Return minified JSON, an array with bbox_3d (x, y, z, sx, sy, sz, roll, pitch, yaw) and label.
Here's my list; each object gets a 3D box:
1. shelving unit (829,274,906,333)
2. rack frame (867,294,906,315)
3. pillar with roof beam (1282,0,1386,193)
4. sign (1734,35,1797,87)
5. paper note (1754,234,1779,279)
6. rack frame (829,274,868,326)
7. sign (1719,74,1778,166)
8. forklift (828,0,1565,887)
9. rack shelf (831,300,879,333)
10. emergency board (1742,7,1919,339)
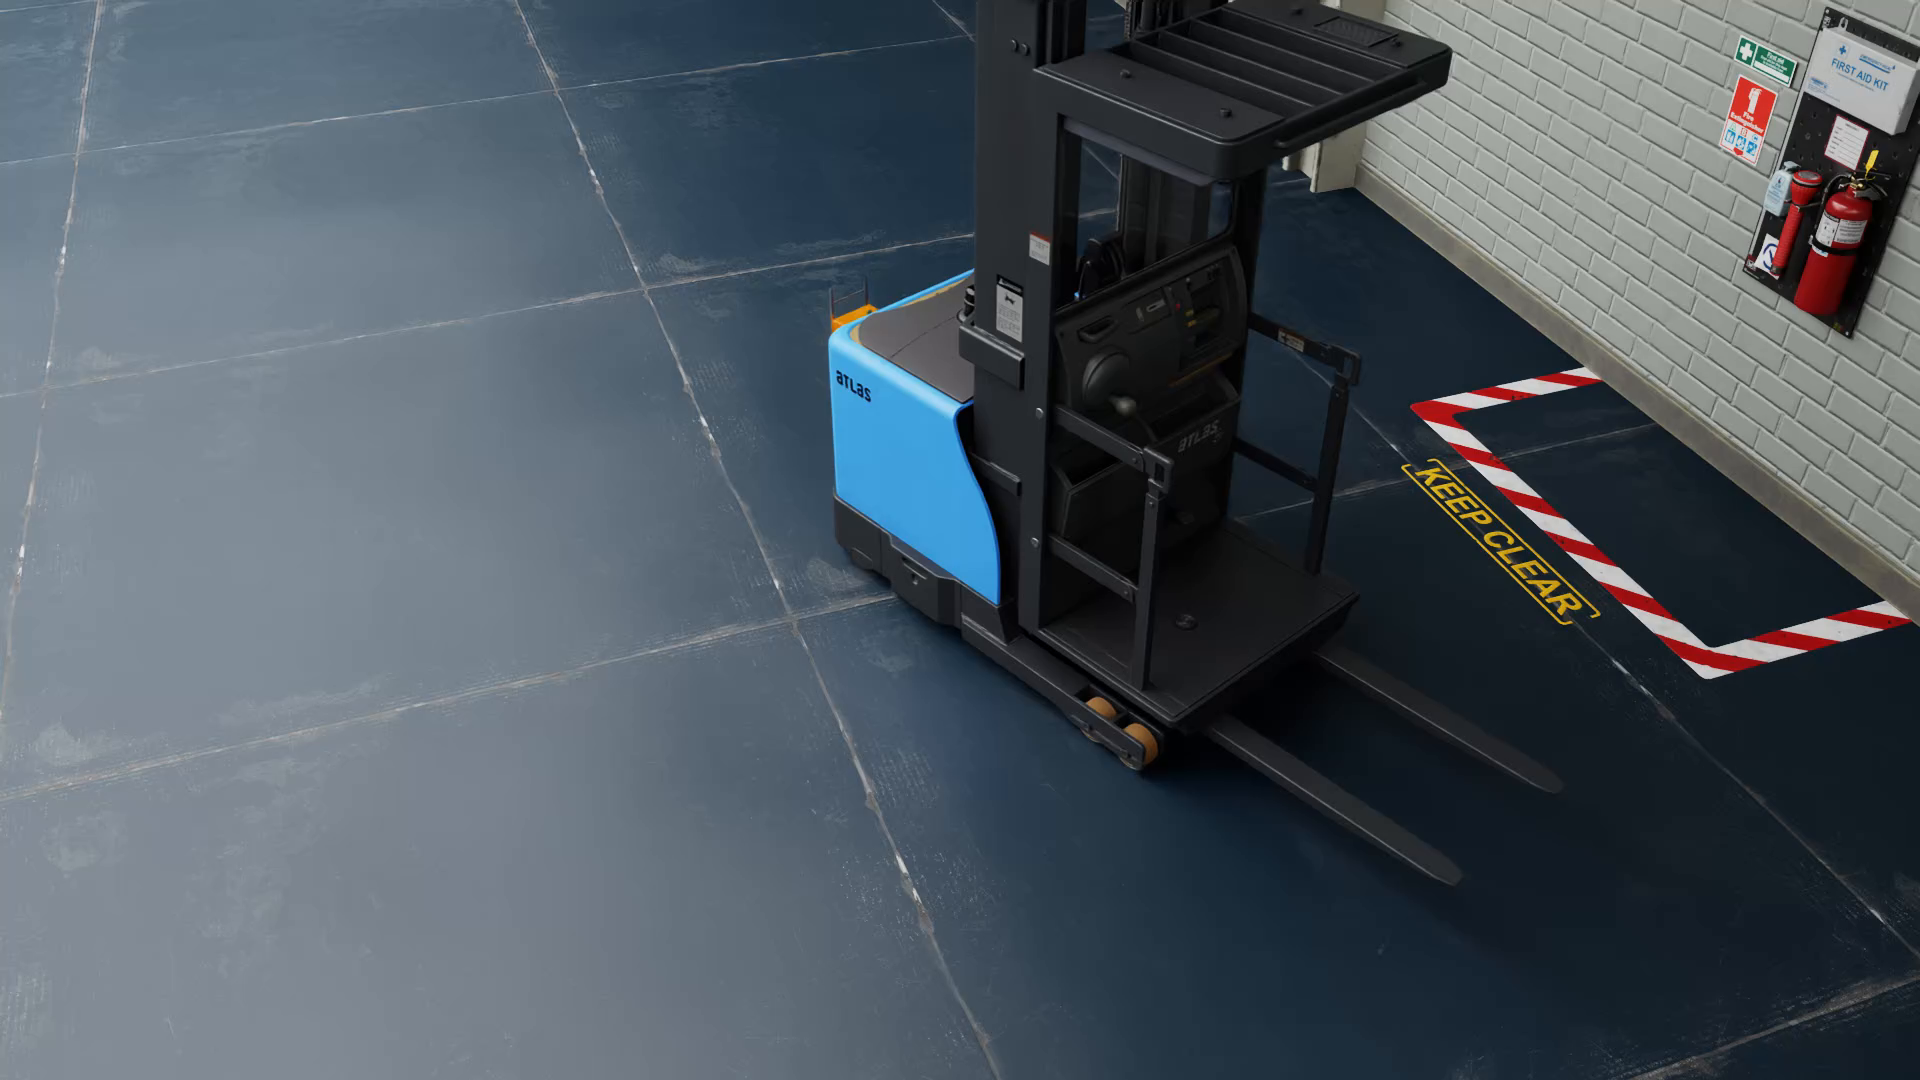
[{"bbox_3d":[-0.382,-0.604,7.179,0.215,1.050,0.252,-29,46,-33],"label":"shelving unit"},{"bbox_3d":[-0.300,-0.550,7.107,0.200,1.050,0.008,-29,46,-33],"label":"rack frame"},{"bbox_3d":[-1.831,-4.937,6.326,9.100,9.000,0.400,-12,39,-16],"label":"pillar with roof beam"},{"bbox_3d":[3.361,-2.002,6.945,0.001,0.109,0.331,-12,39,-16],"label":"sign"},{"bbox_3d":[3.465,-1.209,7.095,0.016,0.148,0.142,-12,39,-16],"label":"paper note"},{"bbox_3d":[-0.465,-0.658,7.251,0.200,1.050,0.008,-29,46,-33],"label":"rack frame"},{"bbox_3d":[3.368,-1.795,7.110,0.001,0.329,0.234,-12,39,-16],"label":"sign"},{"bbox_3d":[0.827,-0.677,5.713,1.130,2.935,3.031,-29,46,-33],"label":"forklift"},{"bbox_3d":[-0.382,-0.822,7.015,0.215,0.259,0.240,-29,46,-33],"label":"rack shelf"},{"bbox_3d":[3.461,-1.447,6.678,0.194,1.169,0.643,-12,39,-16],"label":"emergency board"}]
